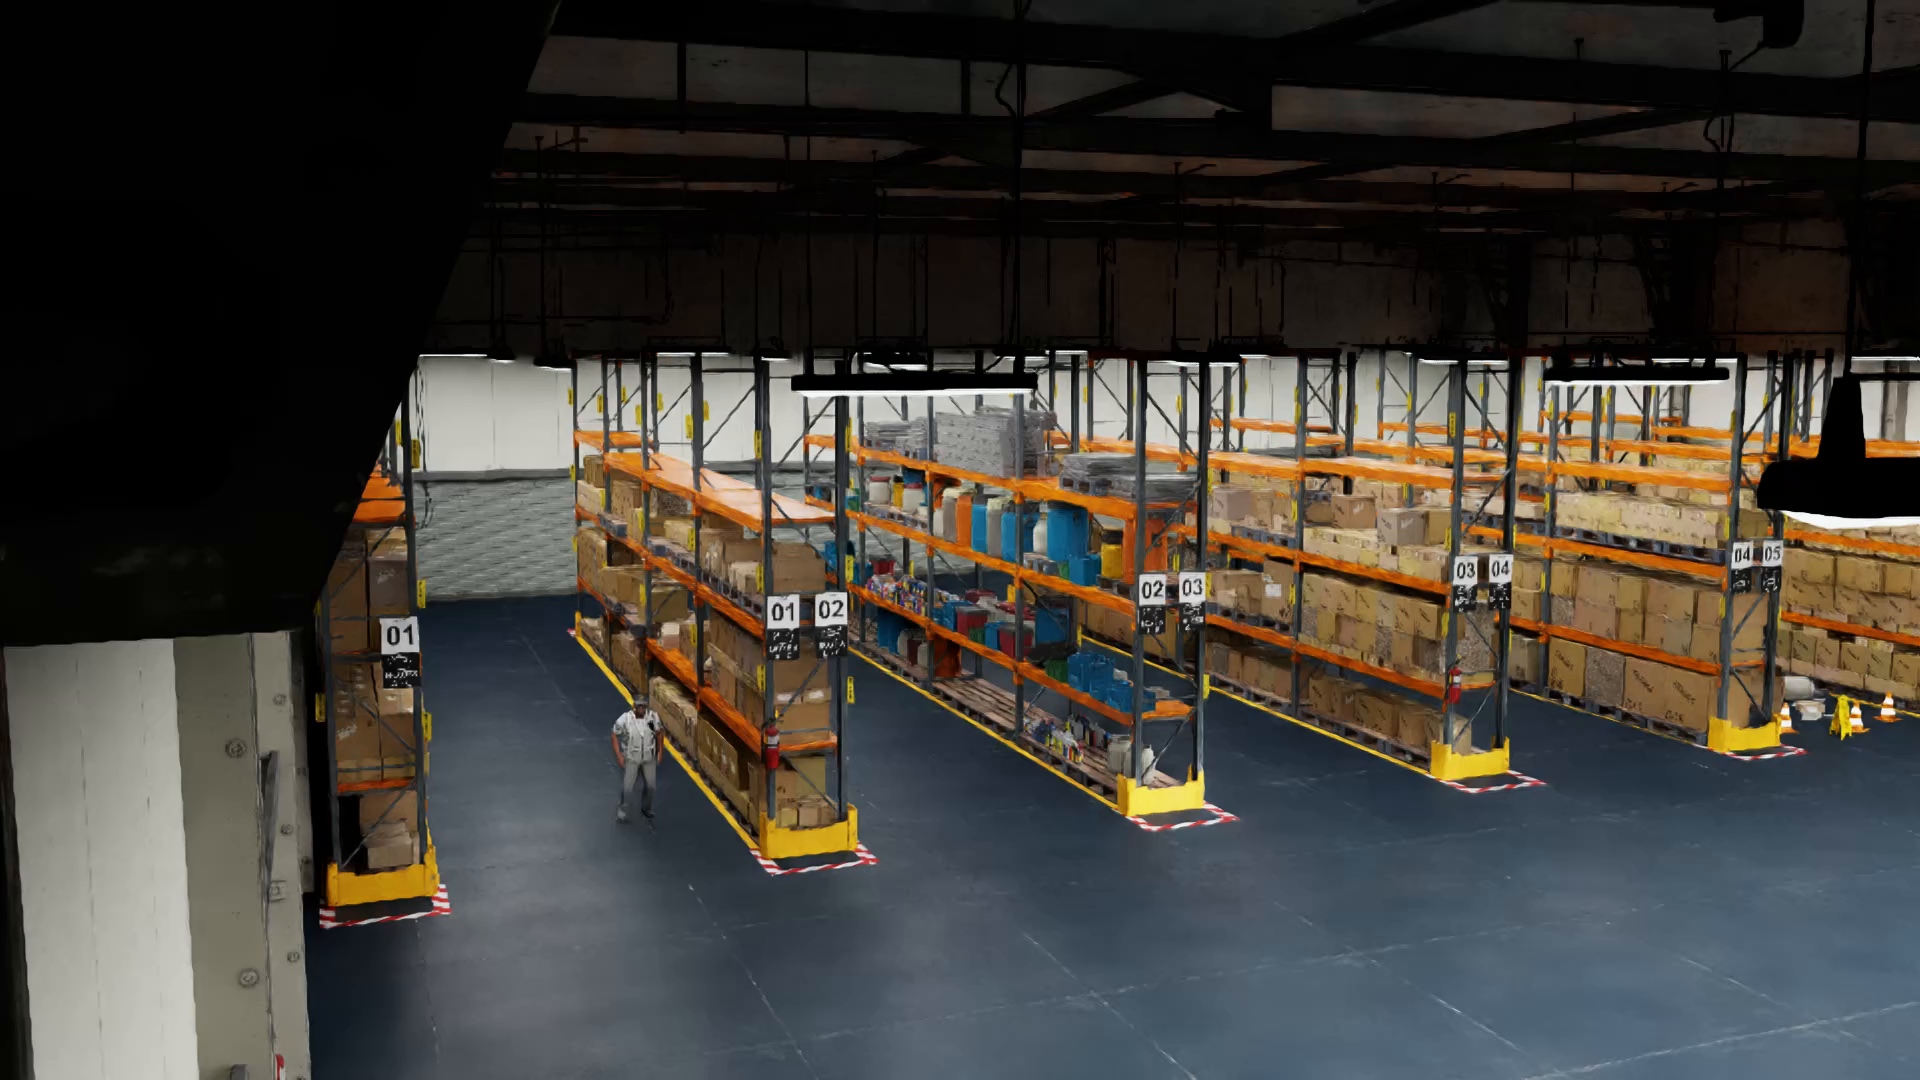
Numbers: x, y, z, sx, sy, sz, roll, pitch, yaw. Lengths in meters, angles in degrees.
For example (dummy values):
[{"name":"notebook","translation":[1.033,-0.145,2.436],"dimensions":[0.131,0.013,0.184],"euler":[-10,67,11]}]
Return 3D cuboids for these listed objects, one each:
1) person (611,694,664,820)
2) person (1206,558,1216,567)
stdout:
[{"name":"person","translation":[-4.186,2.802,21.645],"dimensions":[0.682,1.715,0.536],"euler":[-3,8,-23]},{"name":"person","translation":[5.166,1.212,34.416],"dimensions":[0.364,1.671,0.582],"euler":[-6,9,-40]}]
